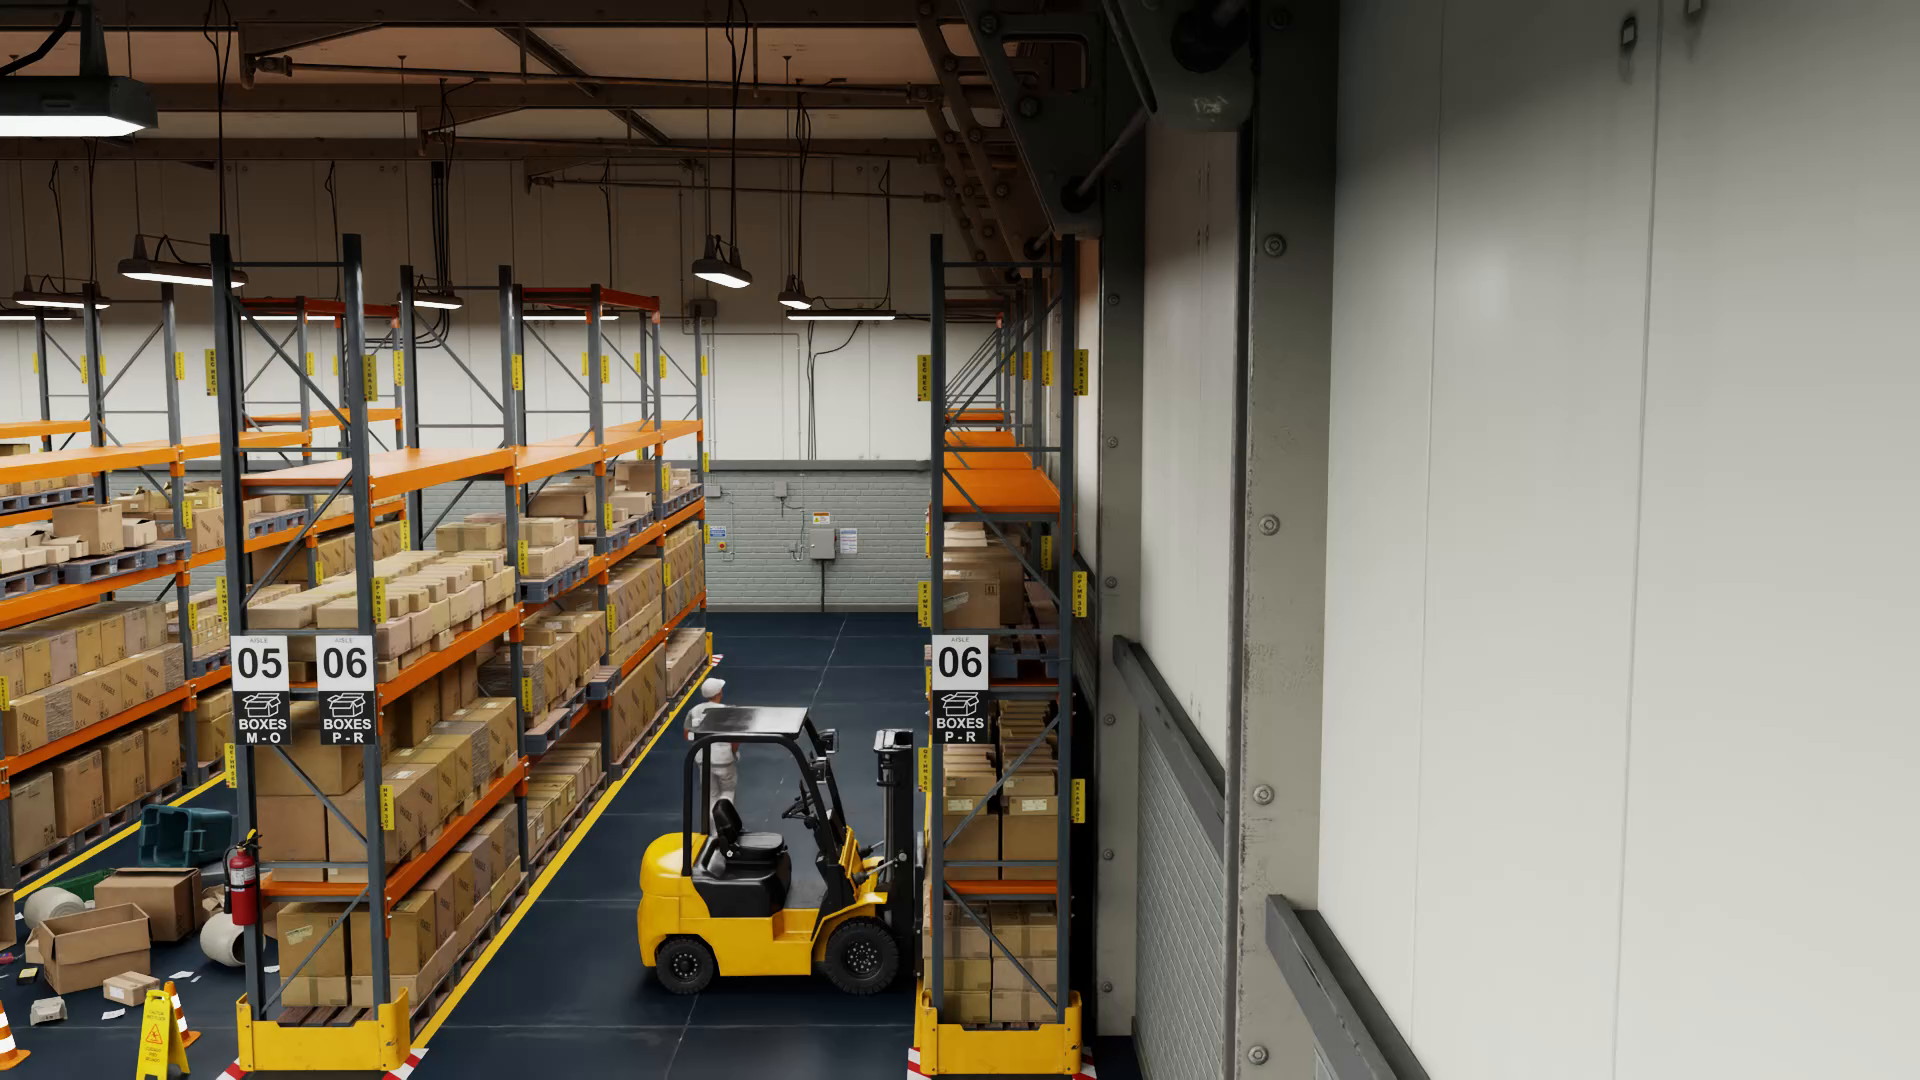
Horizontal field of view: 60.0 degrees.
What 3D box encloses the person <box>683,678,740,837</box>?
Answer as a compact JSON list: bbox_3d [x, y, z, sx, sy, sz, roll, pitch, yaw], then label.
[{"bbox_3d":[-2.535,2.262,17.091,0.608,1.738,0.683,0,6,-2],"label":"person"}]
